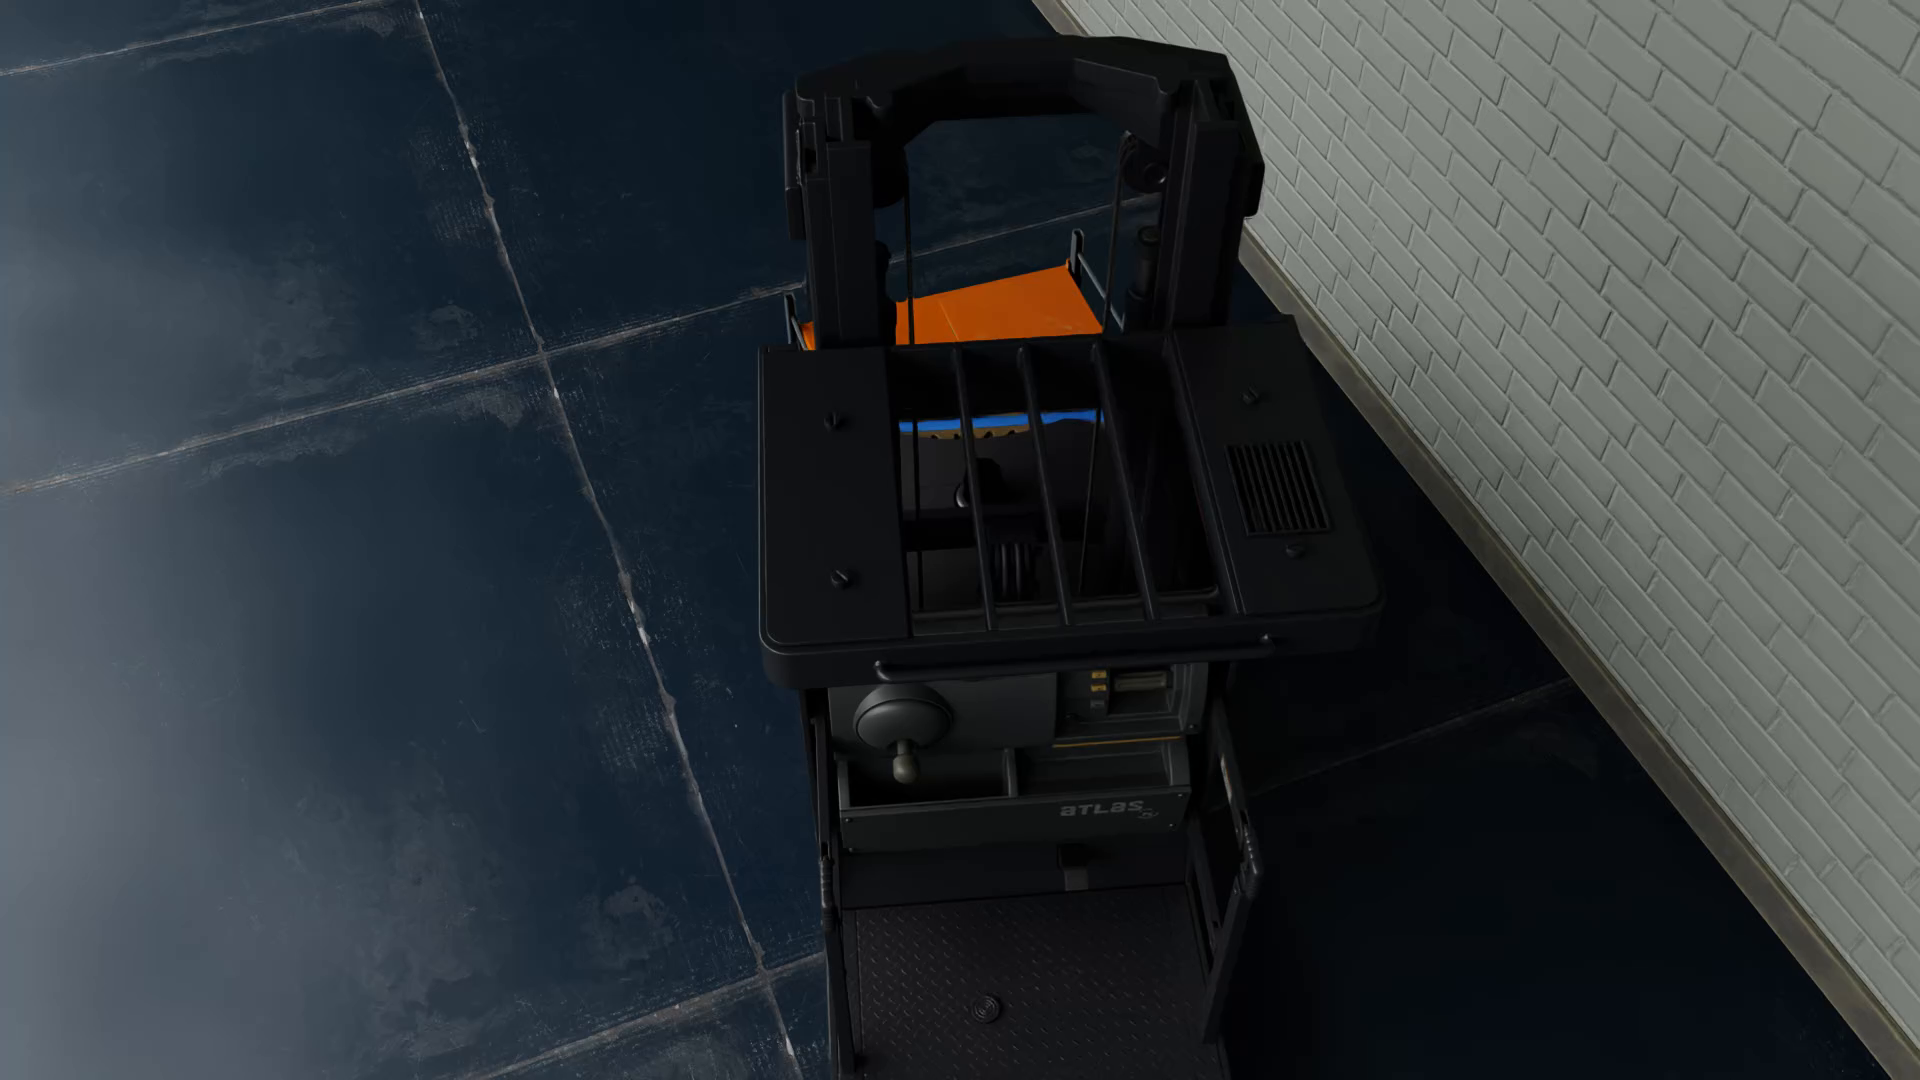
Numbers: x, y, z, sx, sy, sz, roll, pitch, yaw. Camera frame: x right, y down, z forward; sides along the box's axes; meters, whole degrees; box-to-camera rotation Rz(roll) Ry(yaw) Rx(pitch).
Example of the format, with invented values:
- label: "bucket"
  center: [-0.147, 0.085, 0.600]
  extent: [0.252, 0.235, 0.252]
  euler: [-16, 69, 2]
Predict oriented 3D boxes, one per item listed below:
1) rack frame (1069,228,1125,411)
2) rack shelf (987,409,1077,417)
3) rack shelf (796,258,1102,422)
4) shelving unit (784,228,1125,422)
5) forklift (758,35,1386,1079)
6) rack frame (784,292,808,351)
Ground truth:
- label: "rack frame"
  center: [0.477, -0.517, 5.952]
  extent: [0.032, 1.125, 0.500]
  euler: [-15, 51, -12]
- label: "rack shelf"
  center: [-0.004, -0.233, 6.031]
  extent: [1.000, 0.278, 0.538]
  euler: [-15, 51, -12]
- label: "rack shelf"
  center: [-0.004, -0.583, 5.623]
  extent: [1.000, 0.278, 0.538]
  euler: [-15, 51, -12]
- label: "shelving unit"
  center: [-0.004, -0.392, 5.845]
  extent: [1.048, 1.125, 0.538]
  euler: [-15, 51, -12]
- label: "forklift"
  center: [0.164, 0.479, 3.907]
  extent: [1.130, 2.935, 3.031]
  euler: [-4, 49, -3]
- label: "rack frame"
  center: [-0.485, -0.267, 5.738]
  extent: [0.032, 1.125, 0.500]
  euler: [-15, 51, -12]
